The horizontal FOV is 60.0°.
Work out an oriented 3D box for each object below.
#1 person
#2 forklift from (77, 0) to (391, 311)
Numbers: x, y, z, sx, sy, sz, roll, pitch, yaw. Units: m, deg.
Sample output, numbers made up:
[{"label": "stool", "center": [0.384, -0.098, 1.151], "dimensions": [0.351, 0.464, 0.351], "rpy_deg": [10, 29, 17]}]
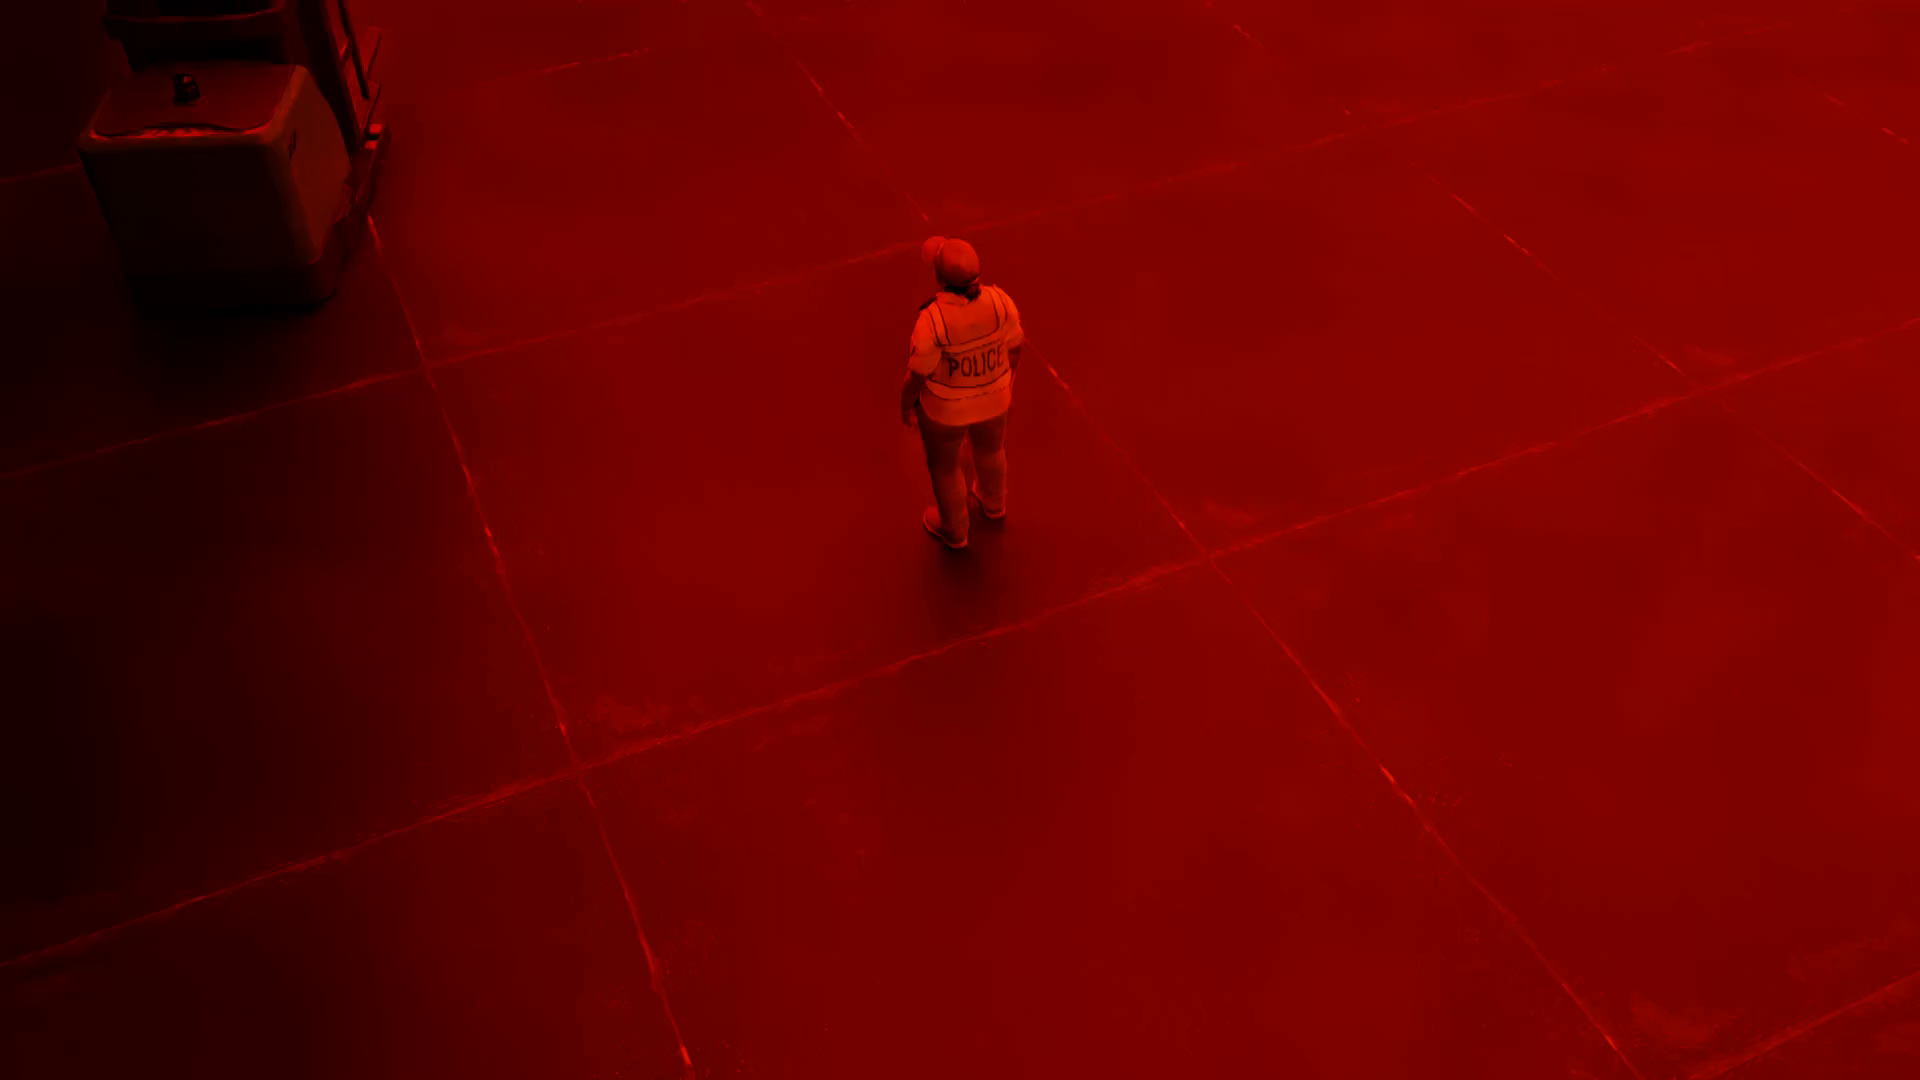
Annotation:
[{"label": "person", "center": [-0.012, -0.668, 7.313], "dimensions": [0.598, 1.669, 0.529], "rpy_deg": [-18, 46, -18]}, {"label": "forklift", "center": [-4.113, -3.321, 9.239], "dimensions": [1.130, 2.935, 3.031], "rpy_deg": [-3, 43, -4]}]
